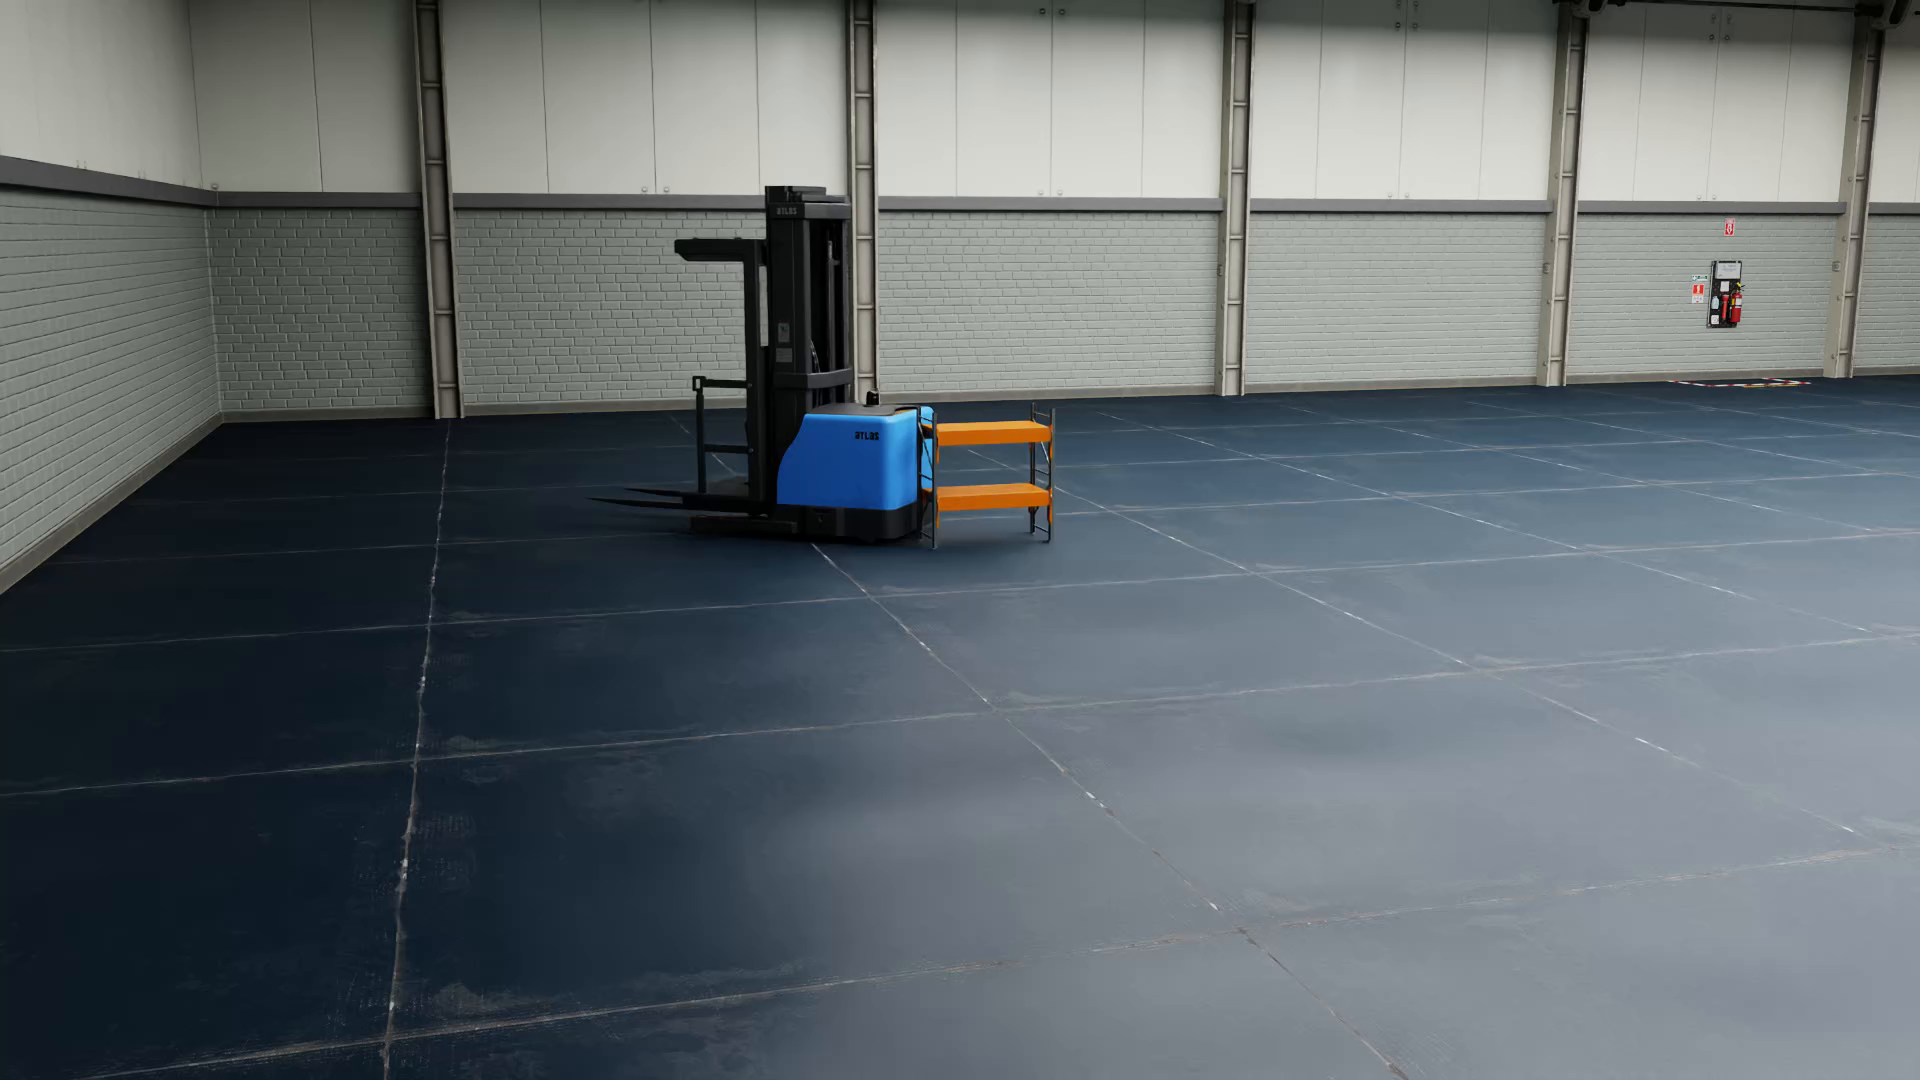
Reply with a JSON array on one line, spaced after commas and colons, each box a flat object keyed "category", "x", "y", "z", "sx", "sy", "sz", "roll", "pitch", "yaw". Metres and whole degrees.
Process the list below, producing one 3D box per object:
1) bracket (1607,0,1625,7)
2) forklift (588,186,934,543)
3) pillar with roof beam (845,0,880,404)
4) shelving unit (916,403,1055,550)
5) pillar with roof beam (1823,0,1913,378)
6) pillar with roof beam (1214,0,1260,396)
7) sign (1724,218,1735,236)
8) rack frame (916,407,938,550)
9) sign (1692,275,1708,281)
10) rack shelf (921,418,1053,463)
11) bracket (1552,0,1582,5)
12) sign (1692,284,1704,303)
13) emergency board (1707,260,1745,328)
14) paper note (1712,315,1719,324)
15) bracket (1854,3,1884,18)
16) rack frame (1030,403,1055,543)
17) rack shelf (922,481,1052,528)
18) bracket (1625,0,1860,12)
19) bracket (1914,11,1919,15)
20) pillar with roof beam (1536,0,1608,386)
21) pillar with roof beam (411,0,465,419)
[{"category": "bracket", "x": 10.585, "y": -8.797, "z": 27.037, "sx": 0.430, "sy": 0.232, "sz": 0.235, "roll": -3, "pitch": 11, "yaw": -16}, {"category": "forklift", "x": -1.787, "y": -1.557, "z": 14.408, "sx": 3.031, "sy": 2.935, "sz": 1.130, "roll": 4, "pitch": 11, "yaw": 20}, {"category": "pillar with roof beam", "x": -0.231, "y": -5.712, "z": 20.221, "sx": 0.400, "sy": 9.000, "sz": 9.100, "roll": -3, "pitch": 11, "yaw": -16}, {"category": "shelving unit", "x": 0.210, "y": -0.542, "z": 13.886, "sx": 1.048, "sy": 1.125, "sz": 0.538, "roll": -3, "pitch": 11, "yaw": -17}, {"category": "pillar with roof beam", "x": 17.052, "y": -6.623, "z": 25.168, "sx": 0.548, "sy": 9.000, "sz": 9.100, "roll": -3, "pitch": 11, "yaw": -16}, {"category": "pillar with roof beam", "x": 5.530, "y": -6.016, "z": 21.870, "sx": 0.548, "sy": 9.000, "sz": 9.100, "roll": -3, "pitch": 11, "yaw": -16}, {"category": "sign", "x": 13.429, "y": -5.460, "z": 29.015, "sx": 0.199, "sy": 0.298, "sz": 0.001, "roll": -3, "pitch": 11, "yaw": -16}, {"category": "rack frame", "x": -0.275, "y": -0.514, "z": 13.734, "sx": 0.032, "sy": 1.125, "sz": 0.500, "roll": -3, "pitch": 11, "yaw": -17}, {"category": "sign", "x": 12.912, "y": -4.569, "z": 29.020, "sx": 0.331, "sy": 0.109, "sz": 0.001, "roll": -3, "pitch": 11, "yaw": -16}, {"category": "rack shelf", "x": 0.210, "y": -0.830, "z": 13.833, "sx": 1.000, "sy": 0.278, "sz": 0.538, "roll": -3, "pitch": 11, "yaw": -17}, {"category": "bracket", "x": 9.788, "y": -8.755, "z": 26.809, "sx": 0.430, "sy": 0.232, "sz": 0.235, "roll": -3, "pitch": 11, "yaw": -16}, {"category": "sign", "x": 12.905, "y": -4.310, "z": 29.076, "sx": 0.234, "sy": 0.329, "sz": 0.001, "roll": -3, "pitch": 11, "yaw": -16}, {"category": "emergency board", "x": 13.465, "y": -4.303, "z": 29.133, "sx": 0.643, "sy": 1.169, "sz": 0.194, "roll": -3, "pitch": 11, "yaw": -16}, {"category": "paper note", "x": 13.276, "y": -3.872, "z": 29.230, "sx": 0.142, "sy": 0.148, "sz": 0.016, "roll": -3, "pitch": 11, "yaw": -16}, {"category": "bracket", "x": 15.549, "y": -9.059, "z": 28.458, "sx": 0.430, "sy": 0.232, "sz": 0.235, "roll": -3, "pitch": 11, "yaw": -16}, {"category": "rack frame", "x": 0.694, "y": -0.570, "z": 14.038, "sx": 0.032, "sy": 1.125, "sz": 0.500, "roll": -3, "pitch": 11, "yaw": -17}, {"category": "rack shelf", "x": 0.210, "y": -0.302, "z": 13.930, "sx": 1.000, "sy": 0.278, "sz": 0.538, "roll": -3, "pitch": 11, "yaw": -17}, {"category": "bracket", "x": 13.059, "y": -8.928, "z": 27.745, "sx": 4.783, "sy": 0.066, "sz": 0.076, "roll": -3, "pitch": 11, "yaw": -16}, {"category": "bracket", "x": 18.820, "y": -9.231, "z": 29.395, "sx": 4.783, "sy": 0.066, "sz": 0.076, "roll": -3, "pitch": 11, "yaw": -16}, {"category": "pillar with roof beam", "x": 11.291, "y": -6.319, "z": 23.519, "sx": 0.548, "sy": 9.000, "sz": 9.100, "roll": -3, "pitch": 11, "yaw": -16}, {"category": "pillar with roof beam", "x": -5.992, "y": -5.409, "z": 18.571, "sx": 0.400, "sy": 9.000, "sz": 9.100, "roll": -3, "pitch": 11, "yaw": -16}]
